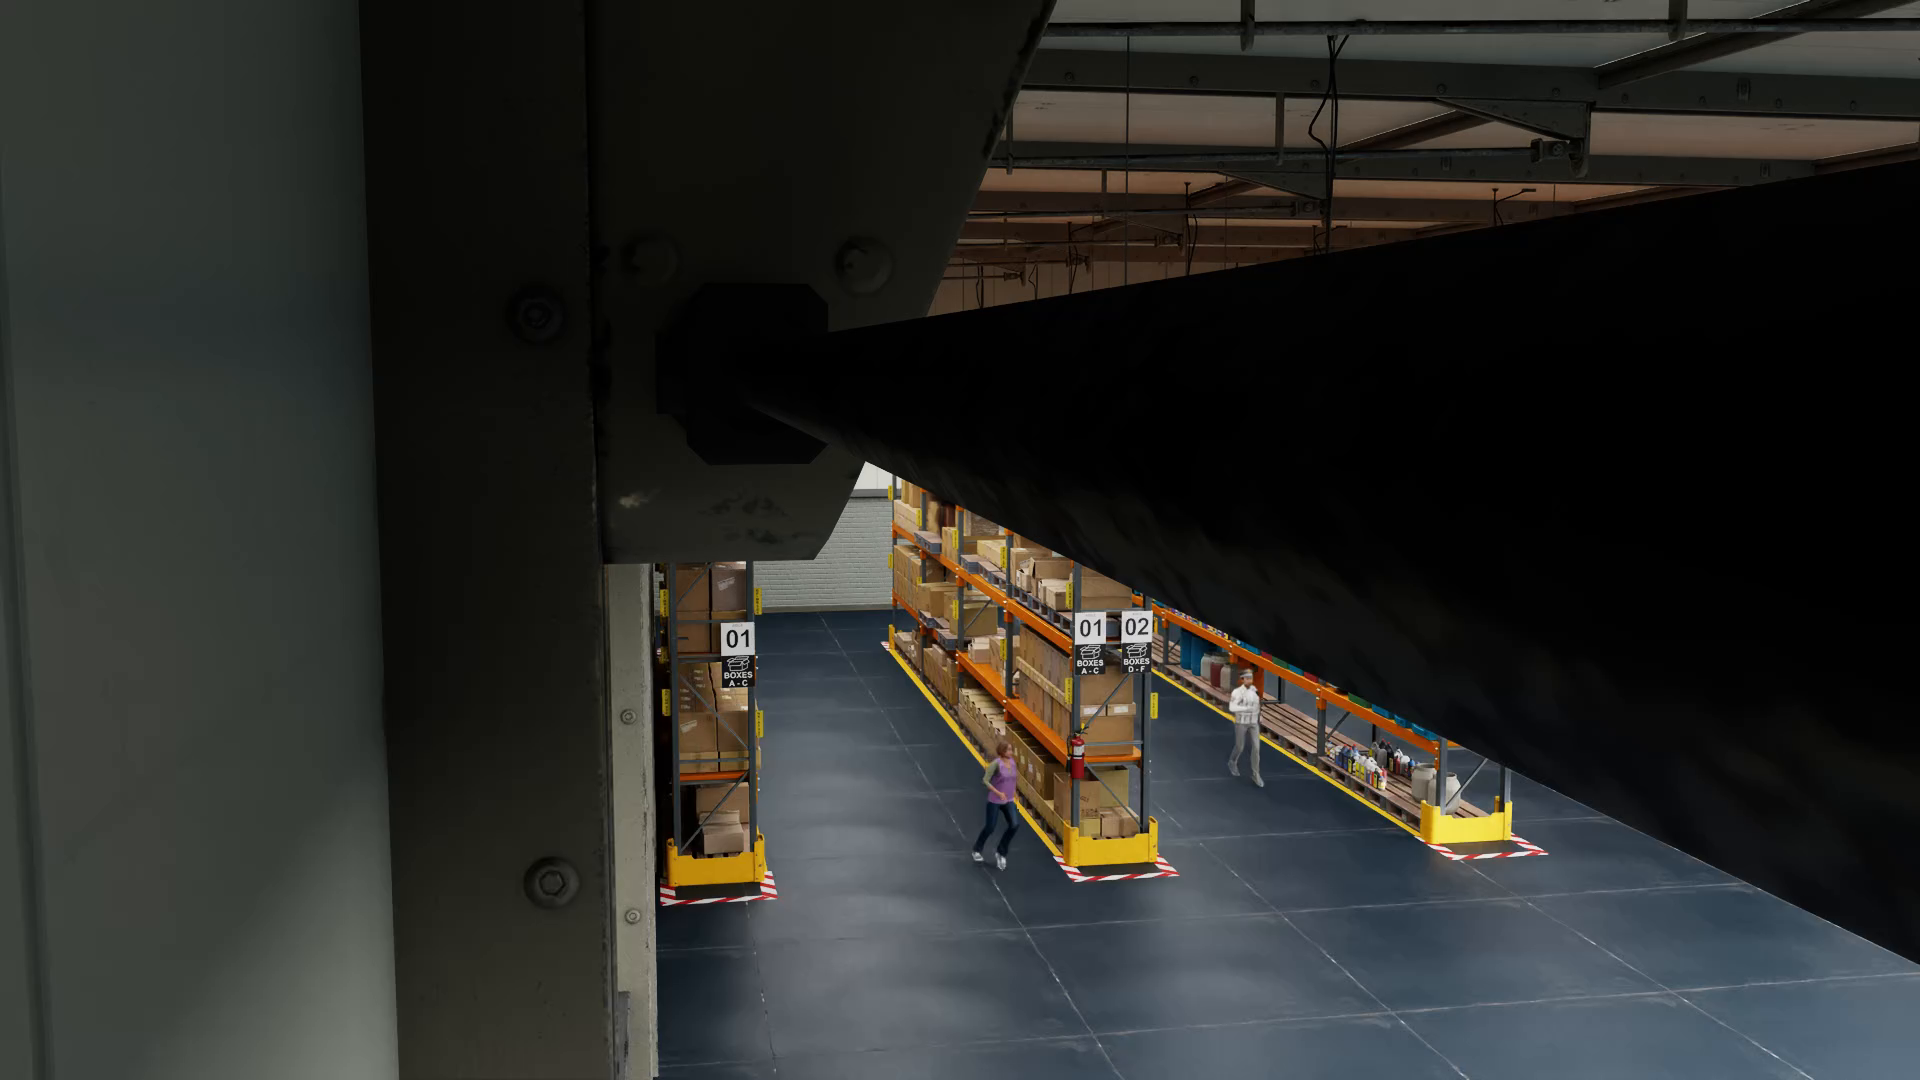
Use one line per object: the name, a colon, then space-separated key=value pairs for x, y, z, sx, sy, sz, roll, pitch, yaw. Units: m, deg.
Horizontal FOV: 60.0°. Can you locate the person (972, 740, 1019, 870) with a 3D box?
person: x=0.519 y=3.302 z=20.888 sx=0.602 sy=1.594 sz=0.620 roll=-4 pitch=7 yaw=-34

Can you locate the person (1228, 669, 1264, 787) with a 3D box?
person: x=4.302 y=2.770 z=24.928 sx=0.605 sy=1.703 sz=0.833 roll=-2 pitch=6 yaw=-18
